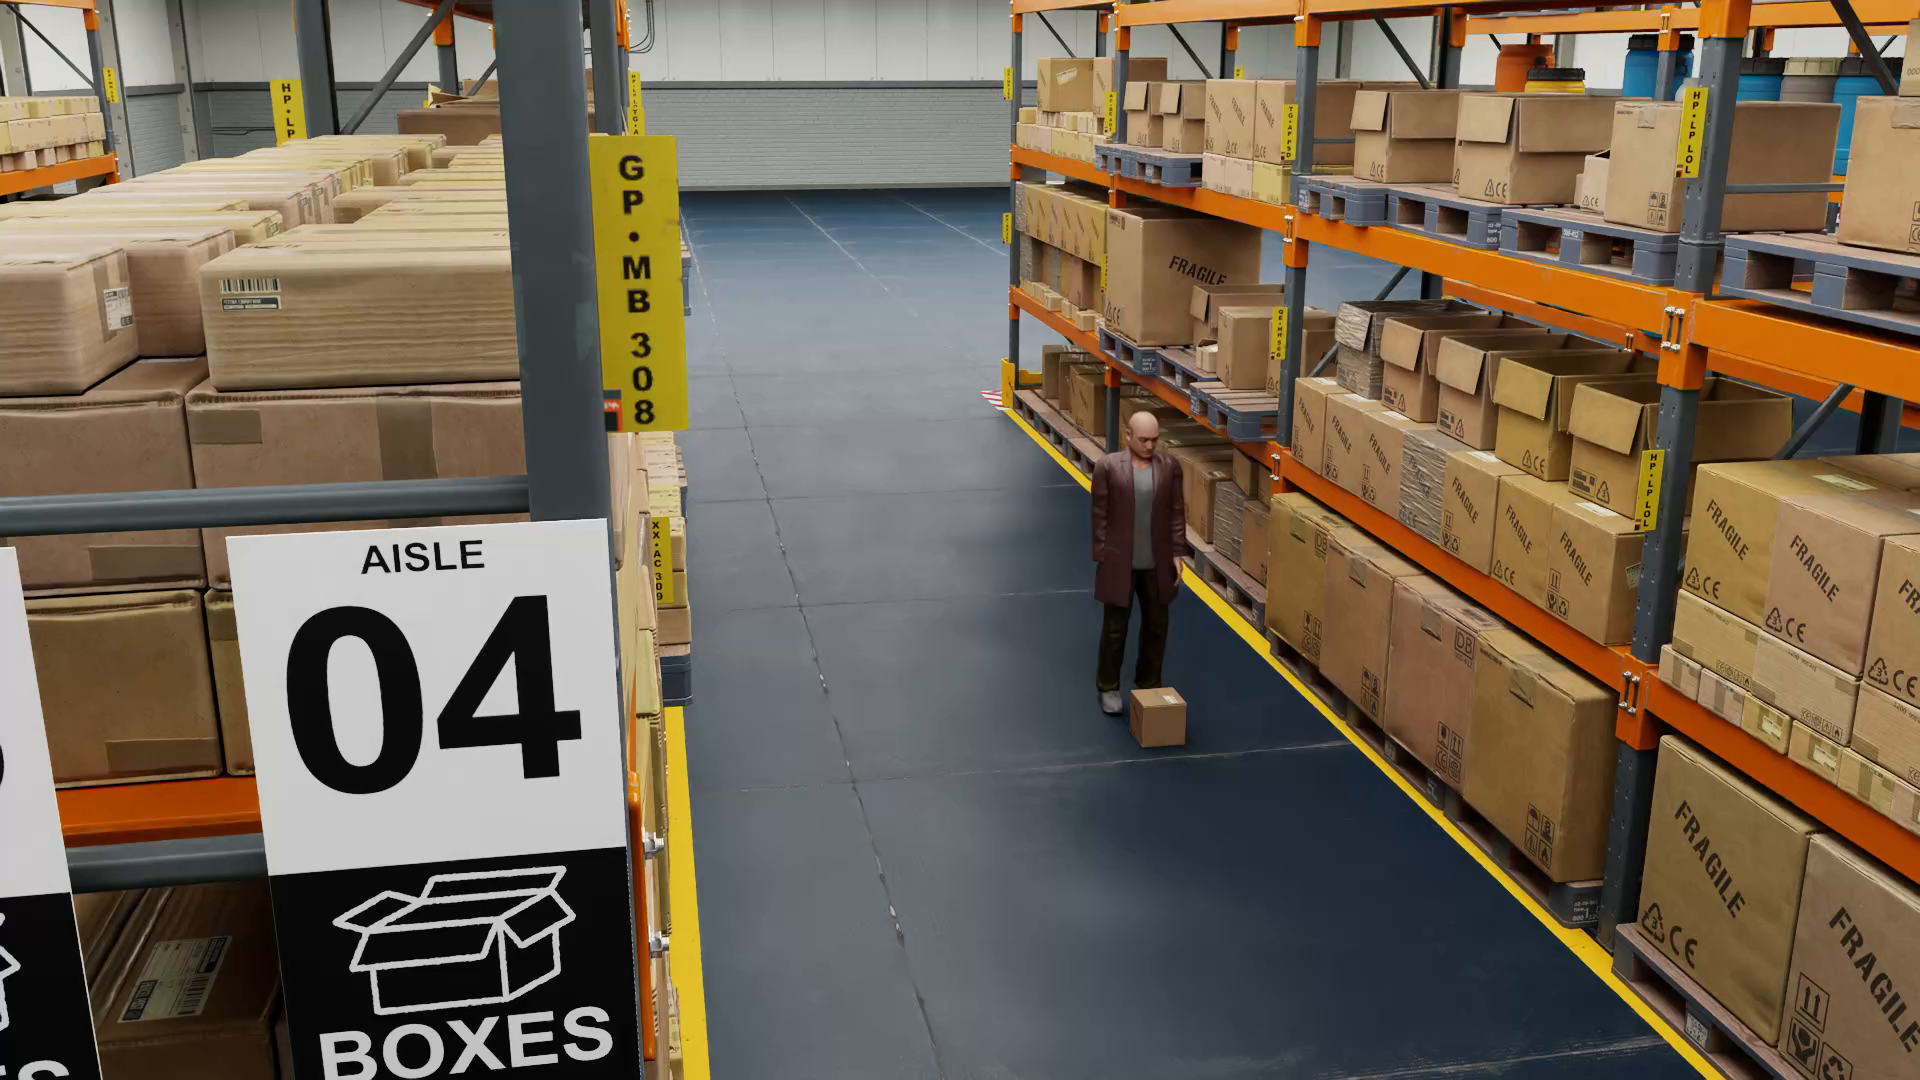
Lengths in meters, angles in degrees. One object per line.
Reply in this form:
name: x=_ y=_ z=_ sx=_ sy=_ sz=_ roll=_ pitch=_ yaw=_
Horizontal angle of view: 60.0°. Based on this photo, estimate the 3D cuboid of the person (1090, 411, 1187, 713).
person: x=1.040 y=0.126 z=9.642 sx=0.562 sy=1.773 sz=0.379 roll=-3 pitch=16 yaw=-9
